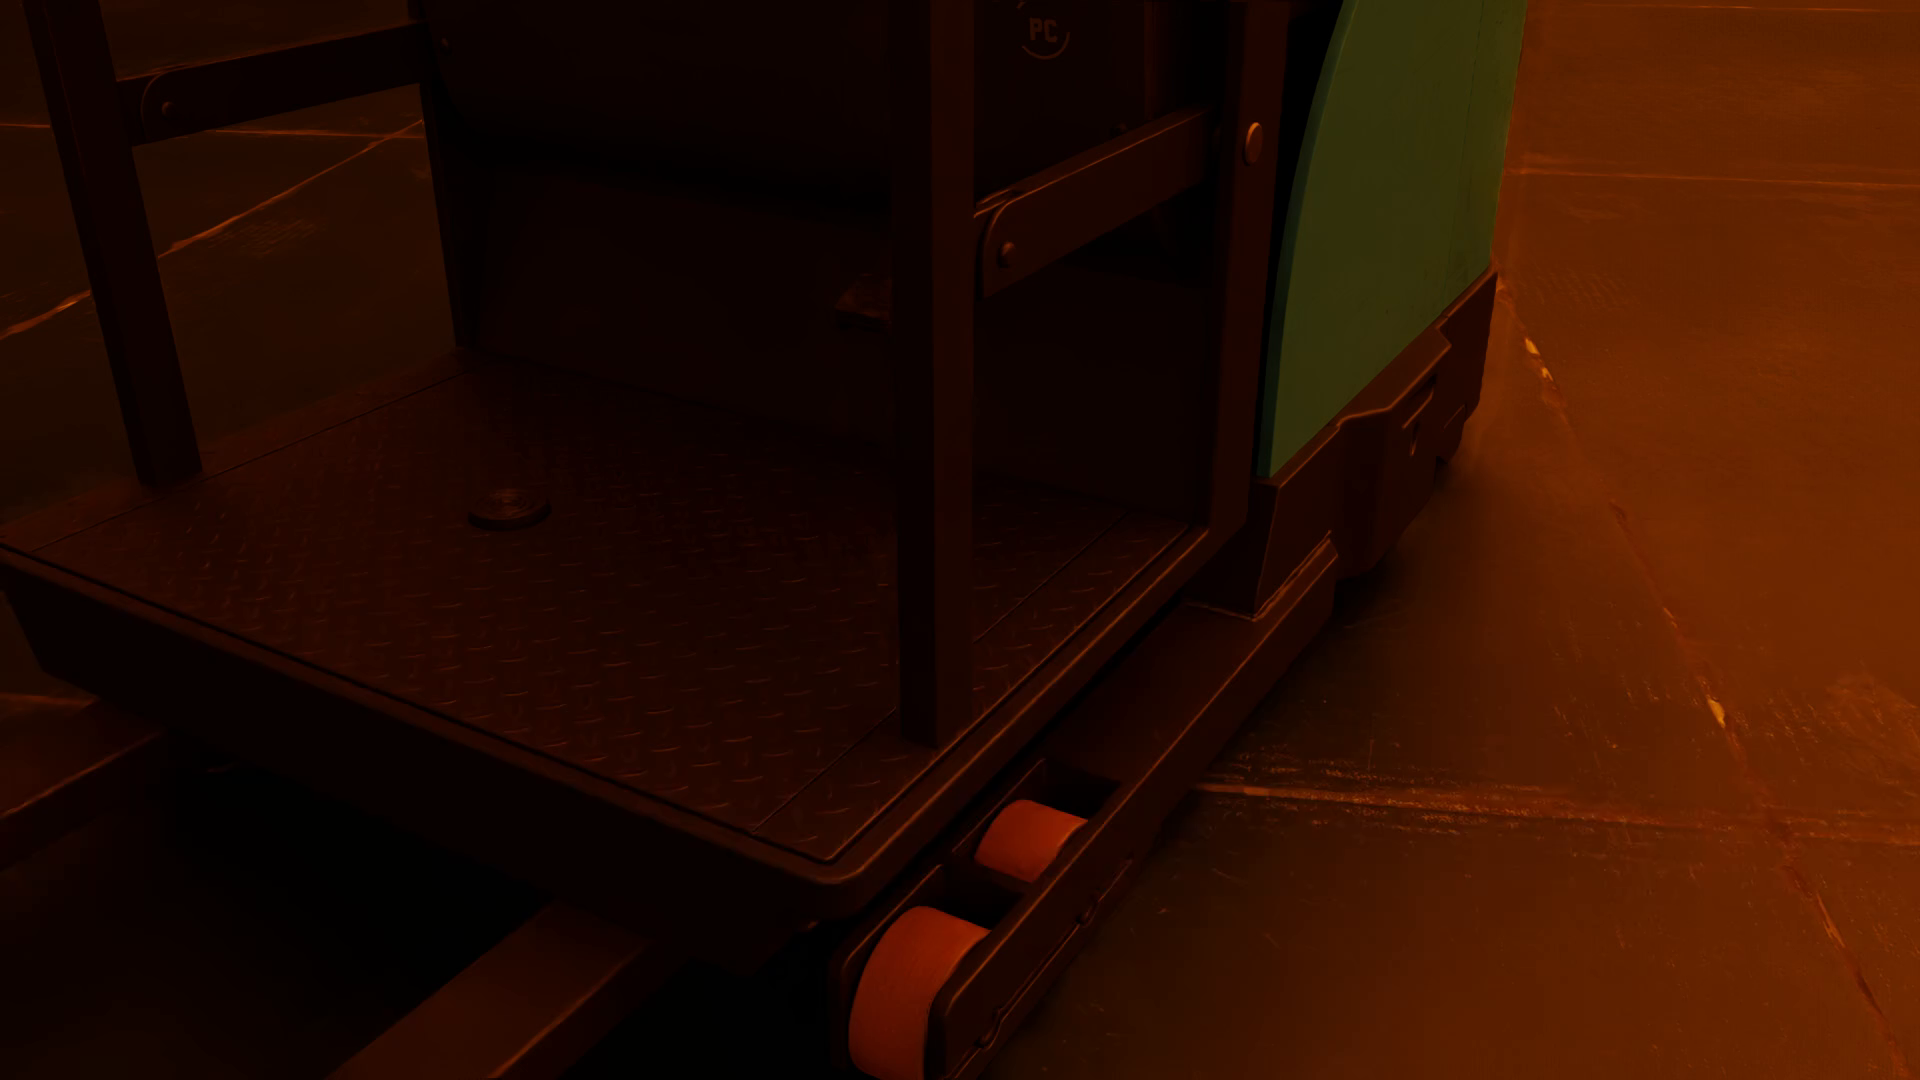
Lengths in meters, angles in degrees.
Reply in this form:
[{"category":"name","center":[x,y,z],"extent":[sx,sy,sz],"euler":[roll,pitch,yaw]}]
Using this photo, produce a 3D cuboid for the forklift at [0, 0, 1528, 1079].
[{"category":"forklift","center":[-0.309,-1.047,1.315],"extent":[1.130,2.935,3.031],"euler":[15,30,27]}]
